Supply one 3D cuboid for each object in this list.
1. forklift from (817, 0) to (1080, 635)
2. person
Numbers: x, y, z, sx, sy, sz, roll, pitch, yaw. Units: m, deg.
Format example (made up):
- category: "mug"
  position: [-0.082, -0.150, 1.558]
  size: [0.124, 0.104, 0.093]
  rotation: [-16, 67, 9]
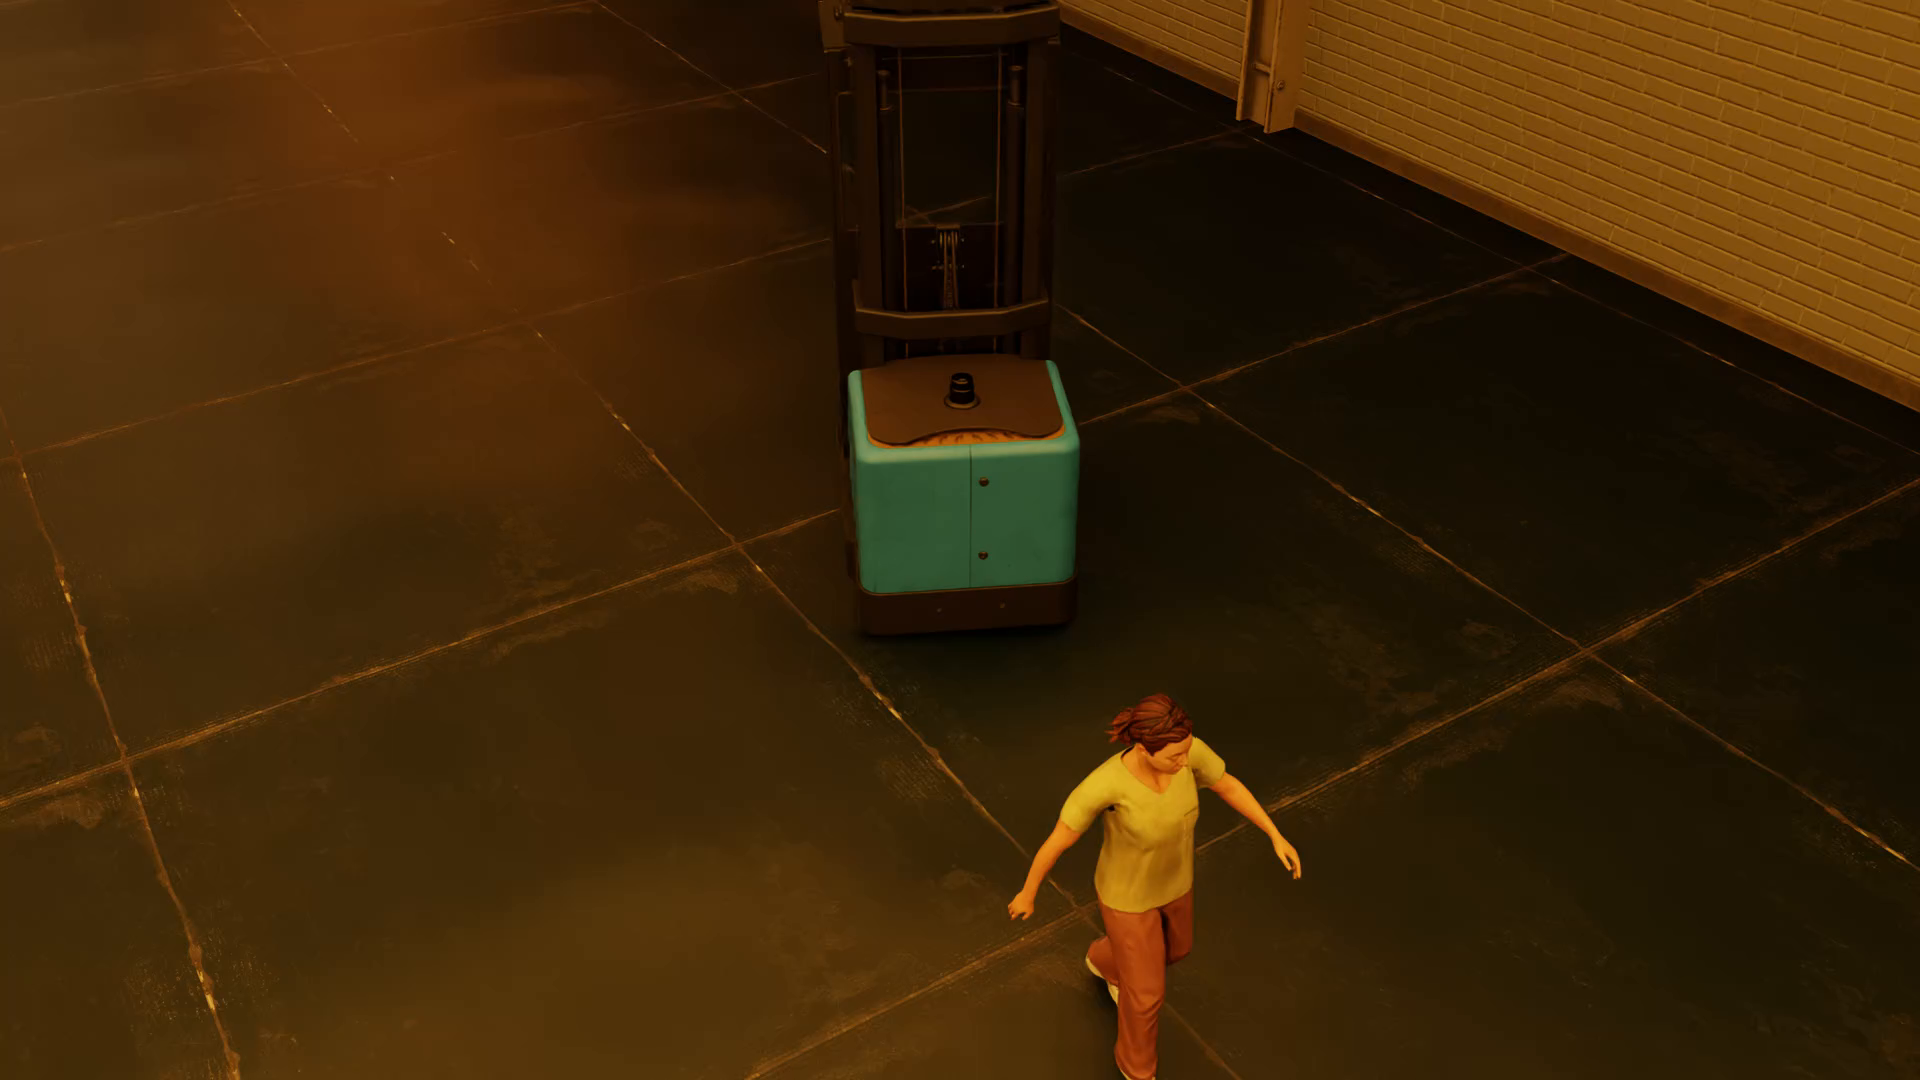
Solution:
- category: "forklift"
  position: [-0.110, -1.577, 8.392]
  size: [1.130, 2.935, 3.031]
  rotation: [-4, 35, -5]
- category: "person"
  position: [0.608, 1.169, 5.604]
  size: [0.837, 1.659, 0.700]
  rotation: [-21, 40, -27]
